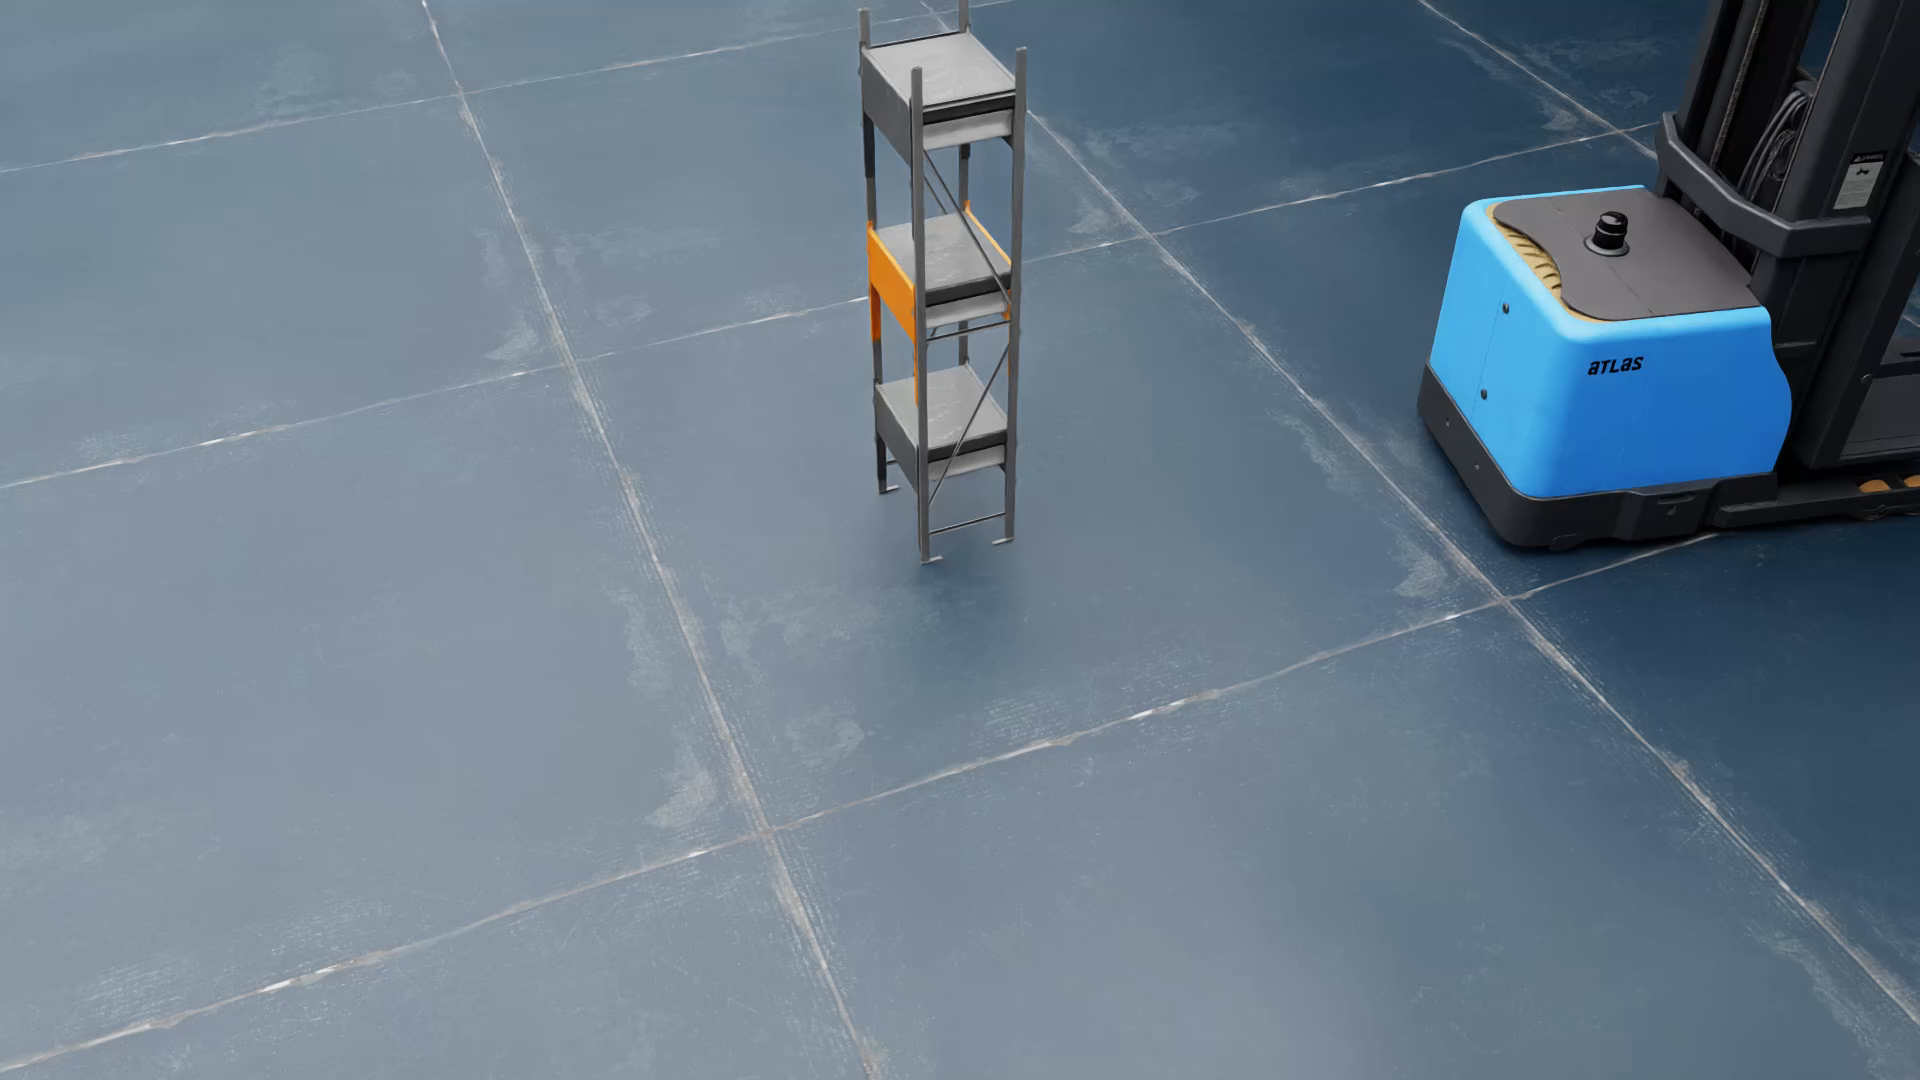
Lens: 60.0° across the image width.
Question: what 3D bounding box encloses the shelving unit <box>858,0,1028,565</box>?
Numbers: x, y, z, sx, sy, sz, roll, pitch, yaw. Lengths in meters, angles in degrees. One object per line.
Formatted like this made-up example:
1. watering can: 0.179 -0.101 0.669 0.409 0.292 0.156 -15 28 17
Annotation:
1. shelving unit: -0.063 -0.896 6.181 0.431 2.100 0.503 -15 43 -17

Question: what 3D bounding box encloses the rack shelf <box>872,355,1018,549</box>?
1. rack shelf: -0.063 -0.355 6.647 0.431 0.518 0.480 -15 43 -17

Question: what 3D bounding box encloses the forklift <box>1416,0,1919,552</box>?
1. forklift: 3.574 -1.527 6.278 3.031 2.935 1.130 -7 41 -8

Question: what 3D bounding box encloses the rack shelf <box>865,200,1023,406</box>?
1. rack shelf: -0.063 -0.885 6.190 0.431 0.518 0.480 -15 43 -17

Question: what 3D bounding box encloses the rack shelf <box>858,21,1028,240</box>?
1. rack shelf: -0.063 -1.416 5.734 0.431 0.518 0.480 -15 43 -17

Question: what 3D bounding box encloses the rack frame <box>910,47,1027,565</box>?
1. rack frame: 0.030 -0.749 6.010 0.400 2.100 0.015 -15 43 -17

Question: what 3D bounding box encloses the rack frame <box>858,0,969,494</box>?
1. rack frame: -0.157 -1.043 6.352 0.400 2.100 0.015 -15 43 -17
